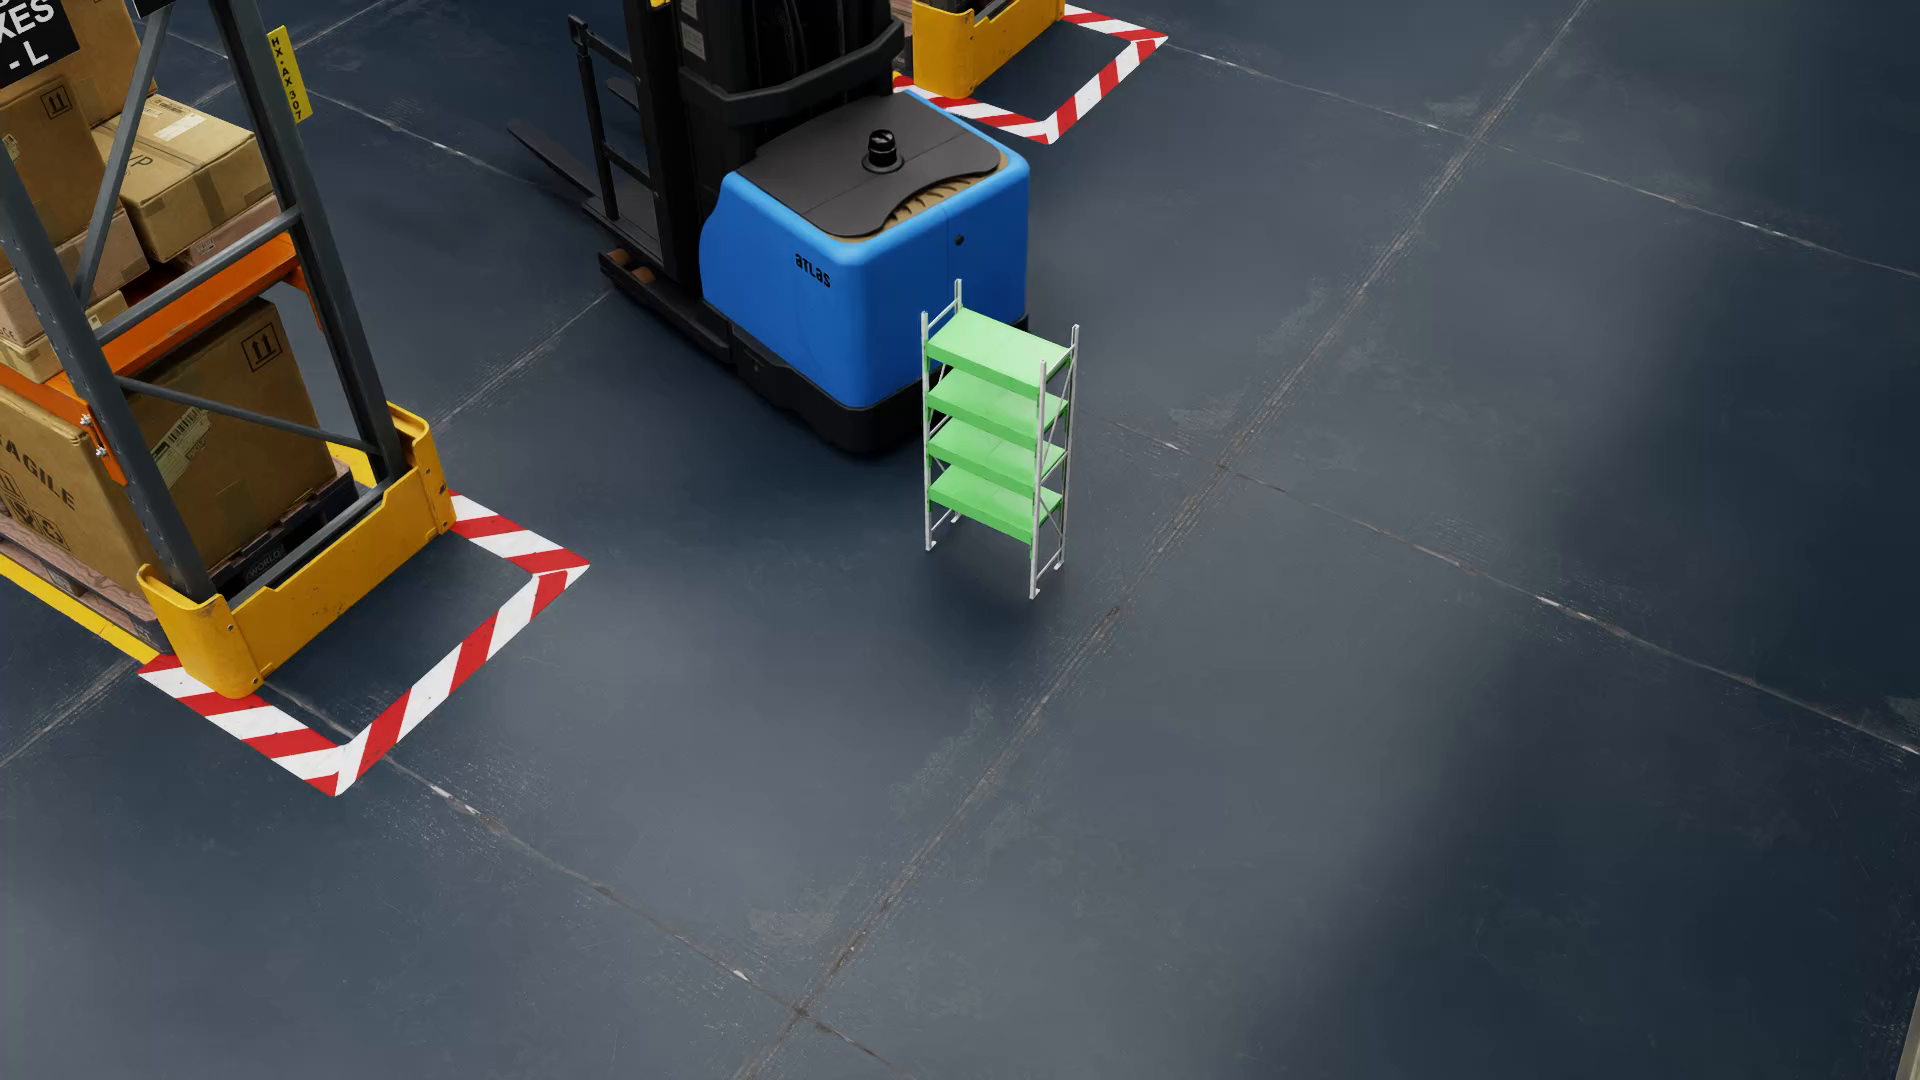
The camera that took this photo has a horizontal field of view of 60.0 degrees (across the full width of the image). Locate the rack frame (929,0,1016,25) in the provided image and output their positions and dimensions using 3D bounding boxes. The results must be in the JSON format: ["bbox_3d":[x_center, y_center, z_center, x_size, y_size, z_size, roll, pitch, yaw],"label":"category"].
[{"bbox_3d":[0.150,-3.854,8.404,0.127,3.000,1.000,25,51,22],"label":"rack frame"}]

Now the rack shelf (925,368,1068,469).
[{"bbox_3d":[0.139,-0.477,6.131,0.480,0.148,0.258,25,51,22],"label":"rack shelf"}]

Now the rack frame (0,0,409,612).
[{"bbox_3d":[-2.524,-0.864,5.498,0.127,3.000,1.000,25,51,22],"label":"rack frame"}]

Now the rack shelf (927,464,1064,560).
[{"bbox_3d":[0.139,-0.142,6.475,0.480,0.148,0.258,25,51,22],"label":"rack shelf"}]

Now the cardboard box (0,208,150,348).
[{"bbox_3d":[-3.075,-0.943,5.472,0.500,0.250,0.500,24,50,22],"label":"cardboard box"}]

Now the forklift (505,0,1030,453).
[{"bbox_3d":[-1.062,-2.360,7.000,1.130,2.935,3.031,-33,54,-28],"label":"forklift"}]

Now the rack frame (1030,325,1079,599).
[{"bbox_3d":[0.345,-0.260,6.166,0.015,1.200,0.240,25,51,22],"label":"rack frame"}]

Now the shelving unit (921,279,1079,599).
[{"bbox_3d":[0.139,-0.354,6.257,0.503,1.200,0.258,25,51,22],"label":"shelving unit"}]

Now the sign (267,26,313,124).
[{"bbox_3d":[-2.219,-1.526,5.483,0.005,0.325,0.100,25,51,22],"label":"sign"}]

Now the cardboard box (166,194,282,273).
[{"bbox_3d":[-2.644,-1.113,5.915,0.250,0.149,0.380,25,51,23],"label":"cardboard box"}]

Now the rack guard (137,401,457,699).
[{"bbox_3d":[-2.503,0.016,6.386,0.348,0.500,1.175,25,51,22],"label":"rack guard"}]

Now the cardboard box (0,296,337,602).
[{"bbox_3d":[-3.105,-0.470,6.303,0.875,0.875,0.875,25,51,22],"label":"cardboard box"}]

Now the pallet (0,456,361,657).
[{"bbox_3d":[-3.239,-0.155,6.753,1.213,0.211,1.003,25,51,22],"label":"pallet"}]

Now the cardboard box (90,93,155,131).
[{"bbox_3d":[-3.223,-1.462,5.976,0.500,0.250,0.500,24,51,22],"label":"cardboard box"}]

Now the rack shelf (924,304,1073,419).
[{"bbox_3d":[0.139,-0.644,5.959,0.480,0.148,0.258,25,51,22],"label":"rack shelf"}]

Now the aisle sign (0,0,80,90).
[{"bbox_3d":[-2.625,-1.561,4.363,0.004,0.787,0.394,25,51,22],"label":"aisle sign"}]

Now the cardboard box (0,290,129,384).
[{"bbox_3d":[-3.001,-0.716,5.529,0.250,0.149,0.380,26,51,23],"label":"cardboard box"}]

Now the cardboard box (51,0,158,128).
[{"bbox_3d":[-3.203,-1.719,5.703,0.500,0.500,0.500,24,50,21],"label":"cardboard box"}]

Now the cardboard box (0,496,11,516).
[{"bbox_3d":[-3.871,-0.822,6.646,0.875,0.875,0.875,25,51,22],"label":"cardboard box"}]

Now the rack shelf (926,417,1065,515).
[{"bbox_3d":[0.139,-0.310,6.303,0.480,0.148,0.258,25,51,22],"label":"rack shelf"}]

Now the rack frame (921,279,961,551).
[{"bbox_3d":[-0.066,-0.449,6.349,0.015,1.200,0.240,25,51,22],"label":"rack frame"}]

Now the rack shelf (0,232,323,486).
[{"bbox_3d":[-4.207,-1.388,6.509,4.000,0.370,1.077,25,51,22],"label":"rack shelf"}]

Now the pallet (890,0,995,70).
[{"bbox_3d":[-0.523,-3.225,9.737,1.213,0.211,1.003,25,51,22],"label":"pallet"}]

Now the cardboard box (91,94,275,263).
[{"bbox_3d":[-2.782,-1.264,5.784,0.500,0.250,0.500,23,50,21],"label":"cardboard box"}]

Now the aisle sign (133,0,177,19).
[{"bbox_3d":[-2.301,-1.923,4.715,0.004,0.787,0.394,25,51,22],"label":"aisle sign"}]

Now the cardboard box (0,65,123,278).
[{"bbox_3d":[-3.076,-1.207,5.205,0.500,0.500,0.500,25,51,23],"label":"cardboard box"}]

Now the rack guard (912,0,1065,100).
[{"bbox_3d":[0.178,-2.982,9.299,0.348,0.500,1.175,25,51,22],"label":"rack guard"}]
